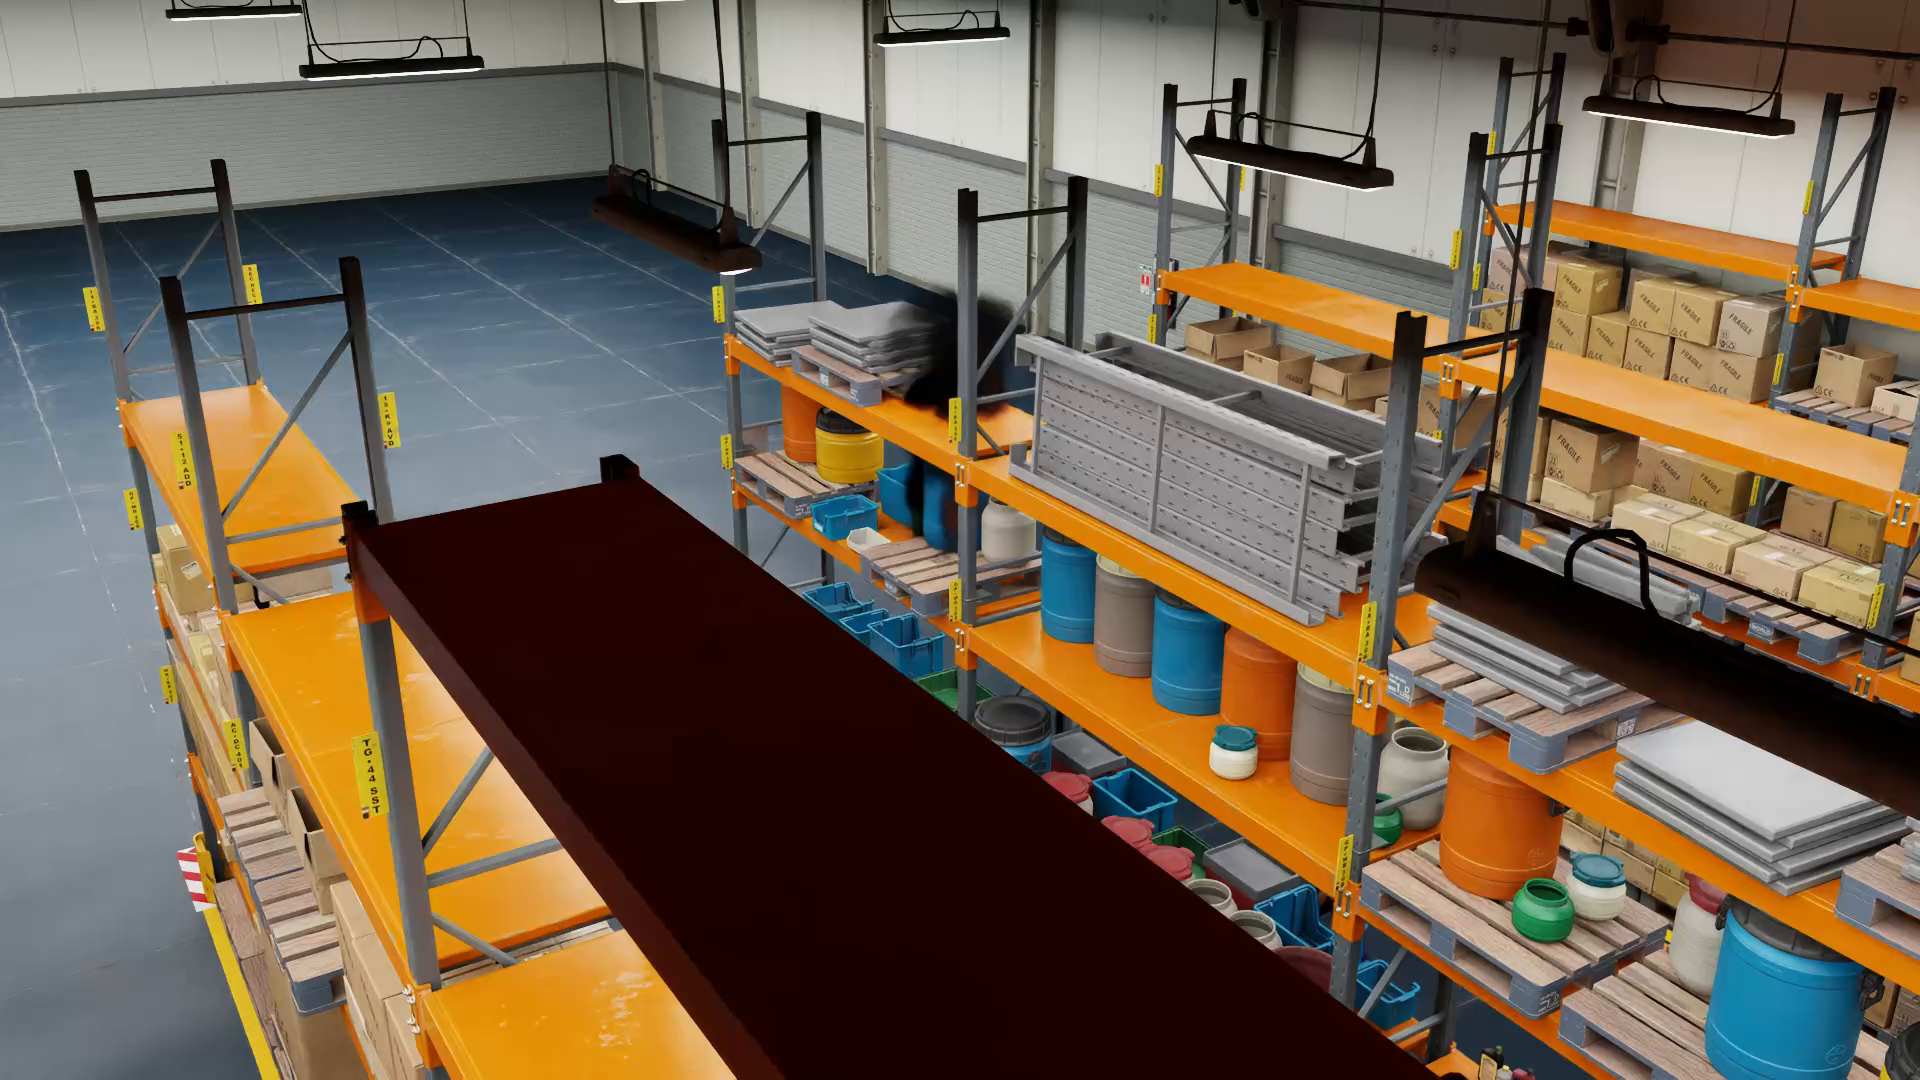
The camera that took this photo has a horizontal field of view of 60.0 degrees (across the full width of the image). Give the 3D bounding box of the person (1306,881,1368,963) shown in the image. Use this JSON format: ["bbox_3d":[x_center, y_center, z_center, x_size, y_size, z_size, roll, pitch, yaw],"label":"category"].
[{"bbox_3d":[2.809,2.673,12.527,0.571,1.707,0.841,-15,26,-32],"label":"person"}]

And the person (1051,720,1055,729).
[{"bbox_3d":[1.231,1.156,16.219,0.860,1.742,0.528,19,29,40],"label":"person"}]
